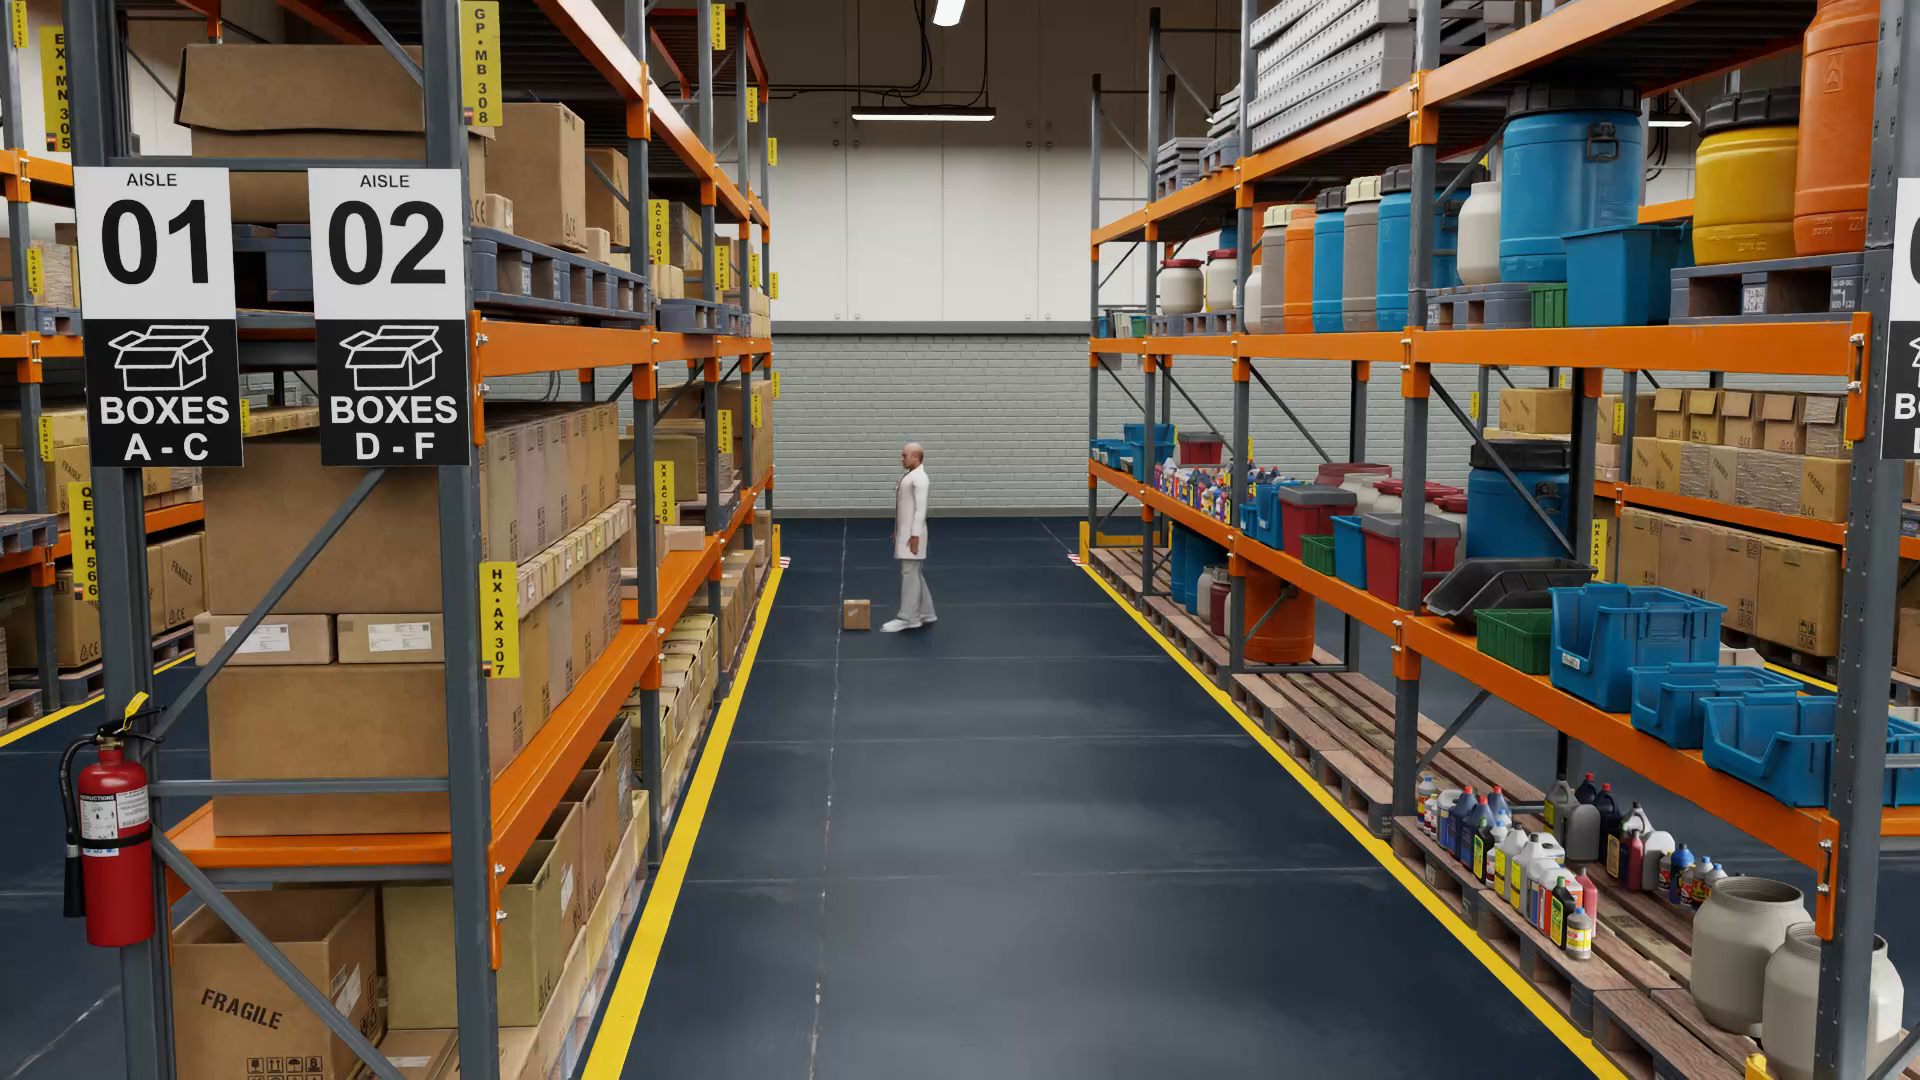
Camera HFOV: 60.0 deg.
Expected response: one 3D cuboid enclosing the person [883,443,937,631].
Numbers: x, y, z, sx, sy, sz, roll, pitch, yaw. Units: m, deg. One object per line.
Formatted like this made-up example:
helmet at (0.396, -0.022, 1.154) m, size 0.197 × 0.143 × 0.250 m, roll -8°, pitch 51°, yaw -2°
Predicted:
person at (-0.485, -0.040, 16.091) m, size 0.570 × 1.794 × 0.596 m, roll -1°, pitch 7°, yaw -10°
